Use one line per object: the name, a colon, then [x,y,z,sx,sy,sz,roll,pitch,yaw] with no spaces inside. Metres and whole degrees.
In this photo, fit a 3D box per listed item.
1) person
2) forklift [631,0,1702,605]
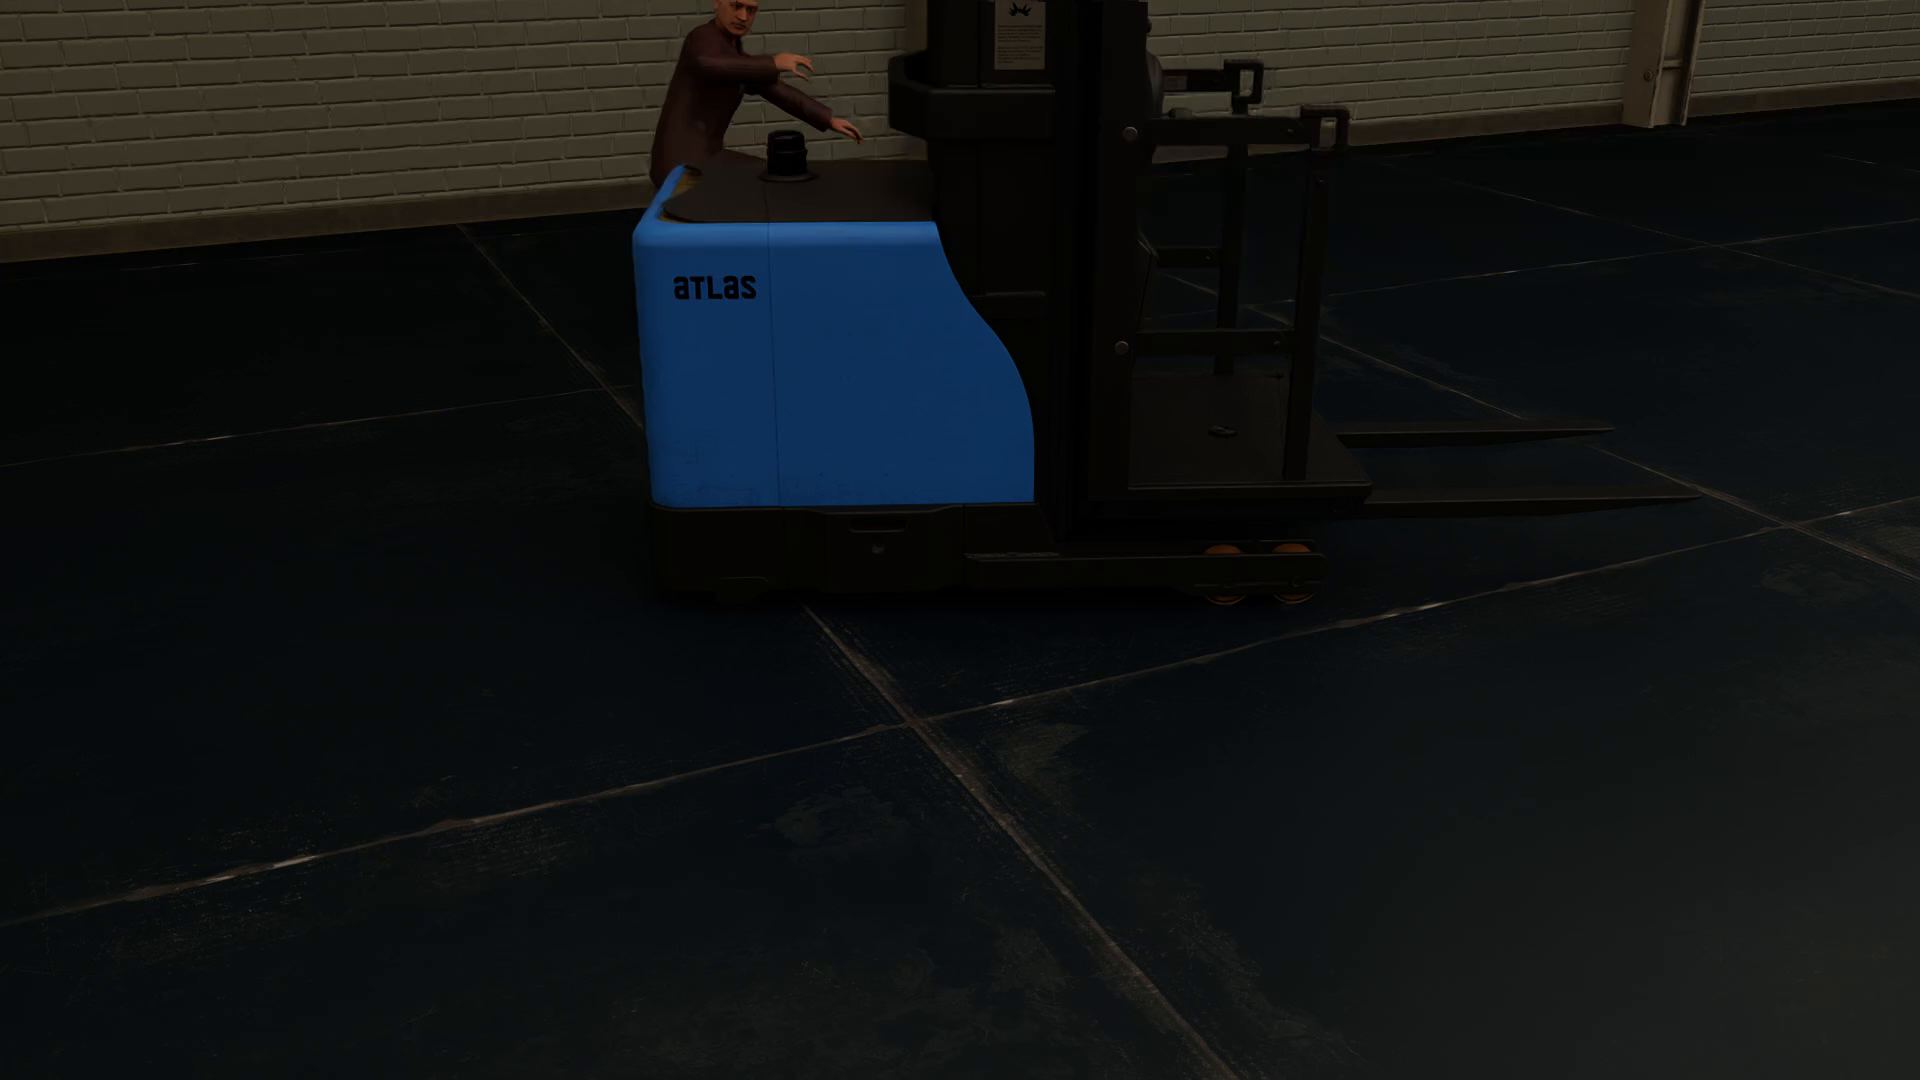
person: [-0.835,-1.644,7.159,0.992,1.501,0.844,-7,23,-15]
forklift: [0.629,-1.373,4.592,3.031,2.935,1.130,-1,23,-3]
